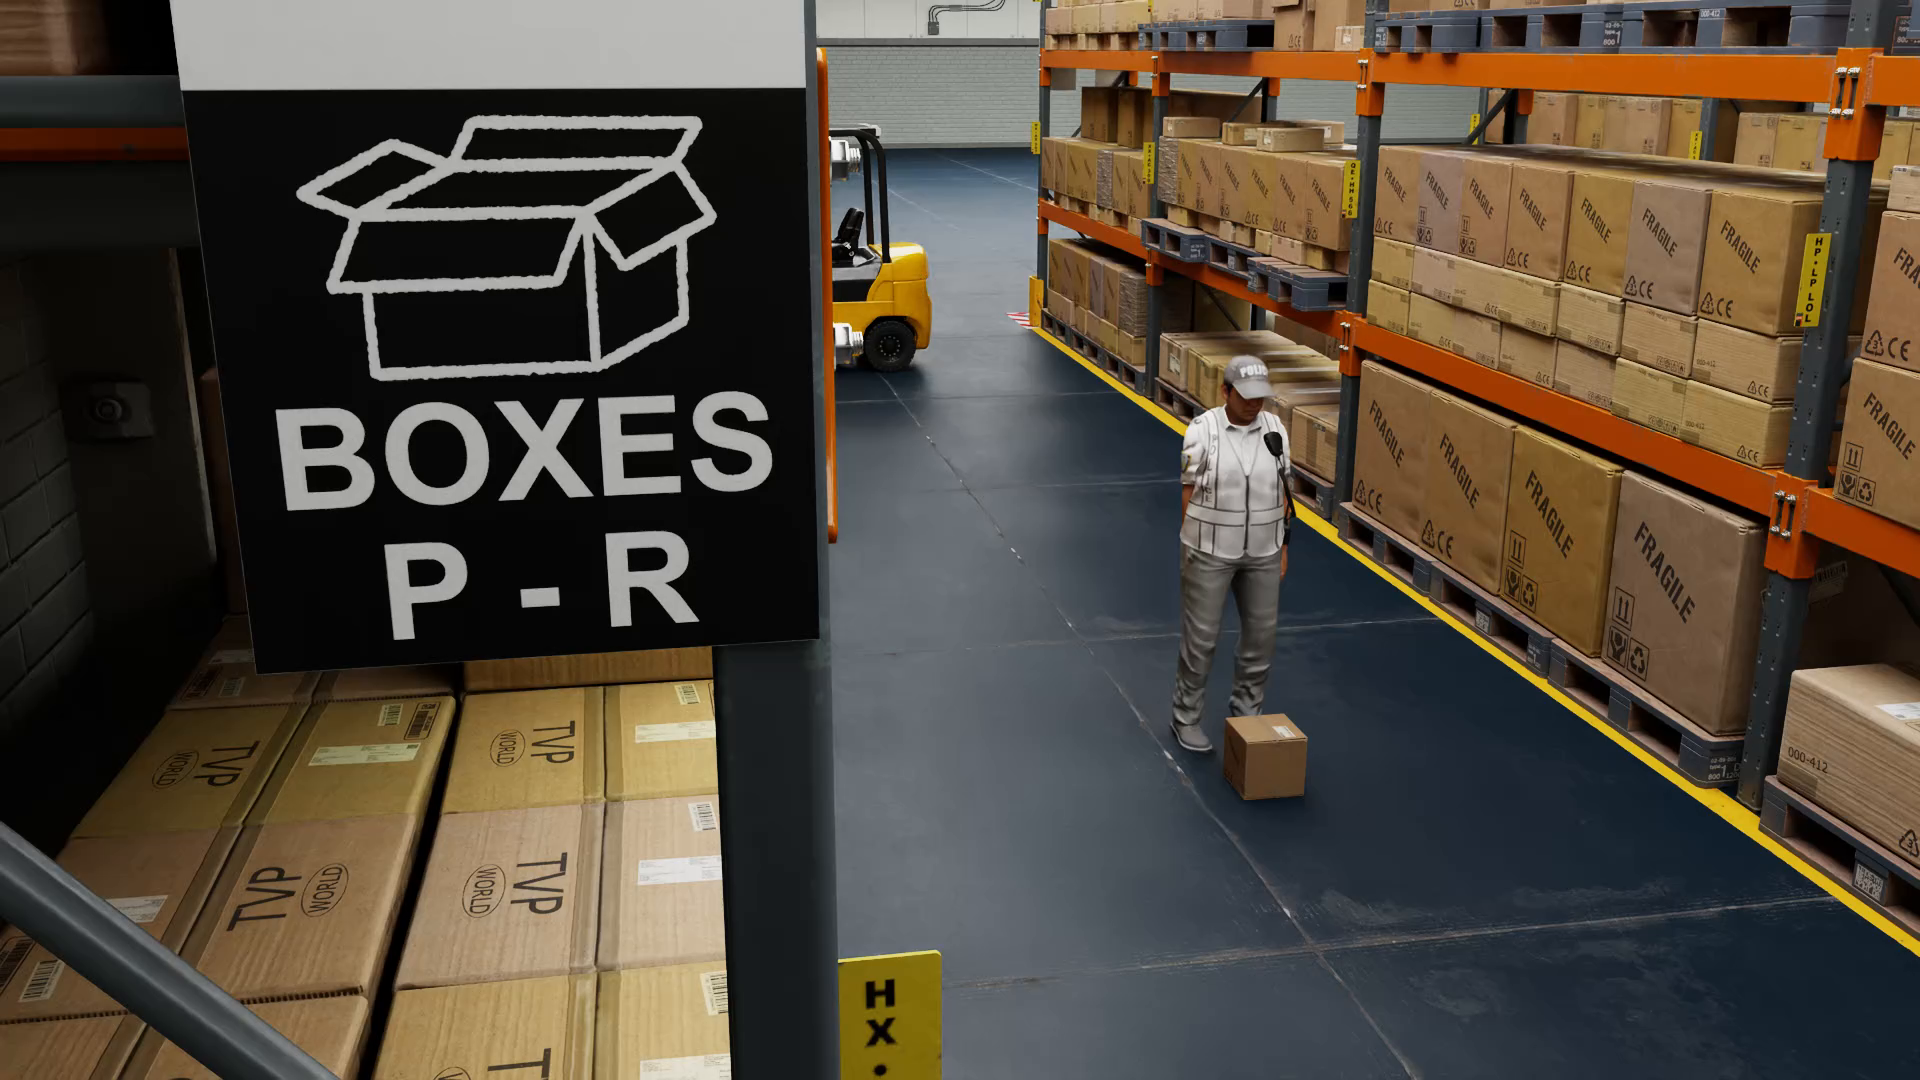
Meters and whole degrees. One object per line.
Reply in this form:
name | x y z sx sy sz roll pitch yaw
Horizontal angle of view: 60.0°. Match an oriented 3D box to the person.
person | 1.141 0.055 6.866 0.469 1.659 0.390 -3 17 -9
